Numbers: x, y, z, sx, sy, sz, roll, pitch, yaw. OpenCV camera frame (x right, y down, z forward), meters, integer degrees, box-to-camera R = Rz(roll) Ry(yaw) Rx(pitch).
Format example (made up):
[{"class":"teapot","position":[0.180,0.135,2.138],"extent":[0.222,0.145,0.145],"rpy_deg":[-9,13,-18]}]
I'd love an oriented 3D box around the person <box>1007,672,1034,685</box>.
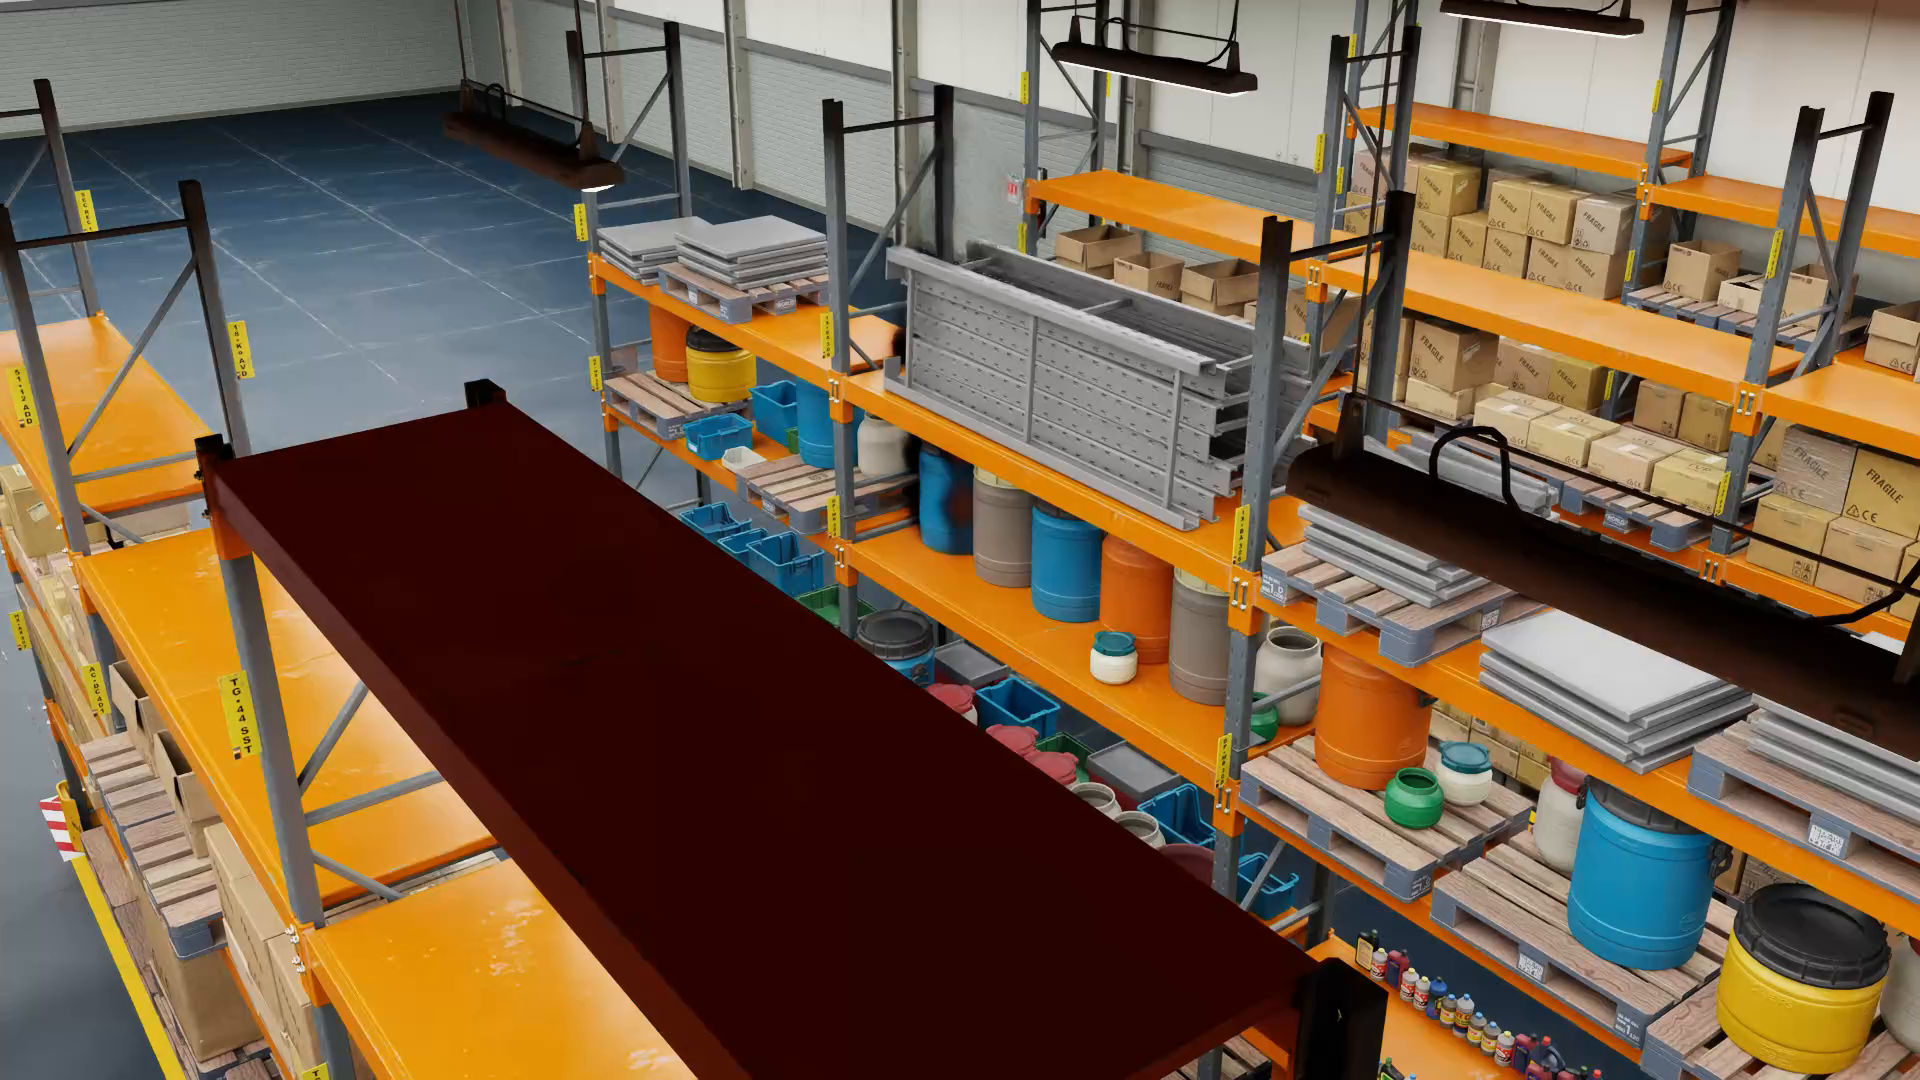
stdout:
[{"class":"person","position":[0.426,0.513,15.142],"extent":[0.757,1.902,0.634],"rpy_deg":[18,30,33]}]
